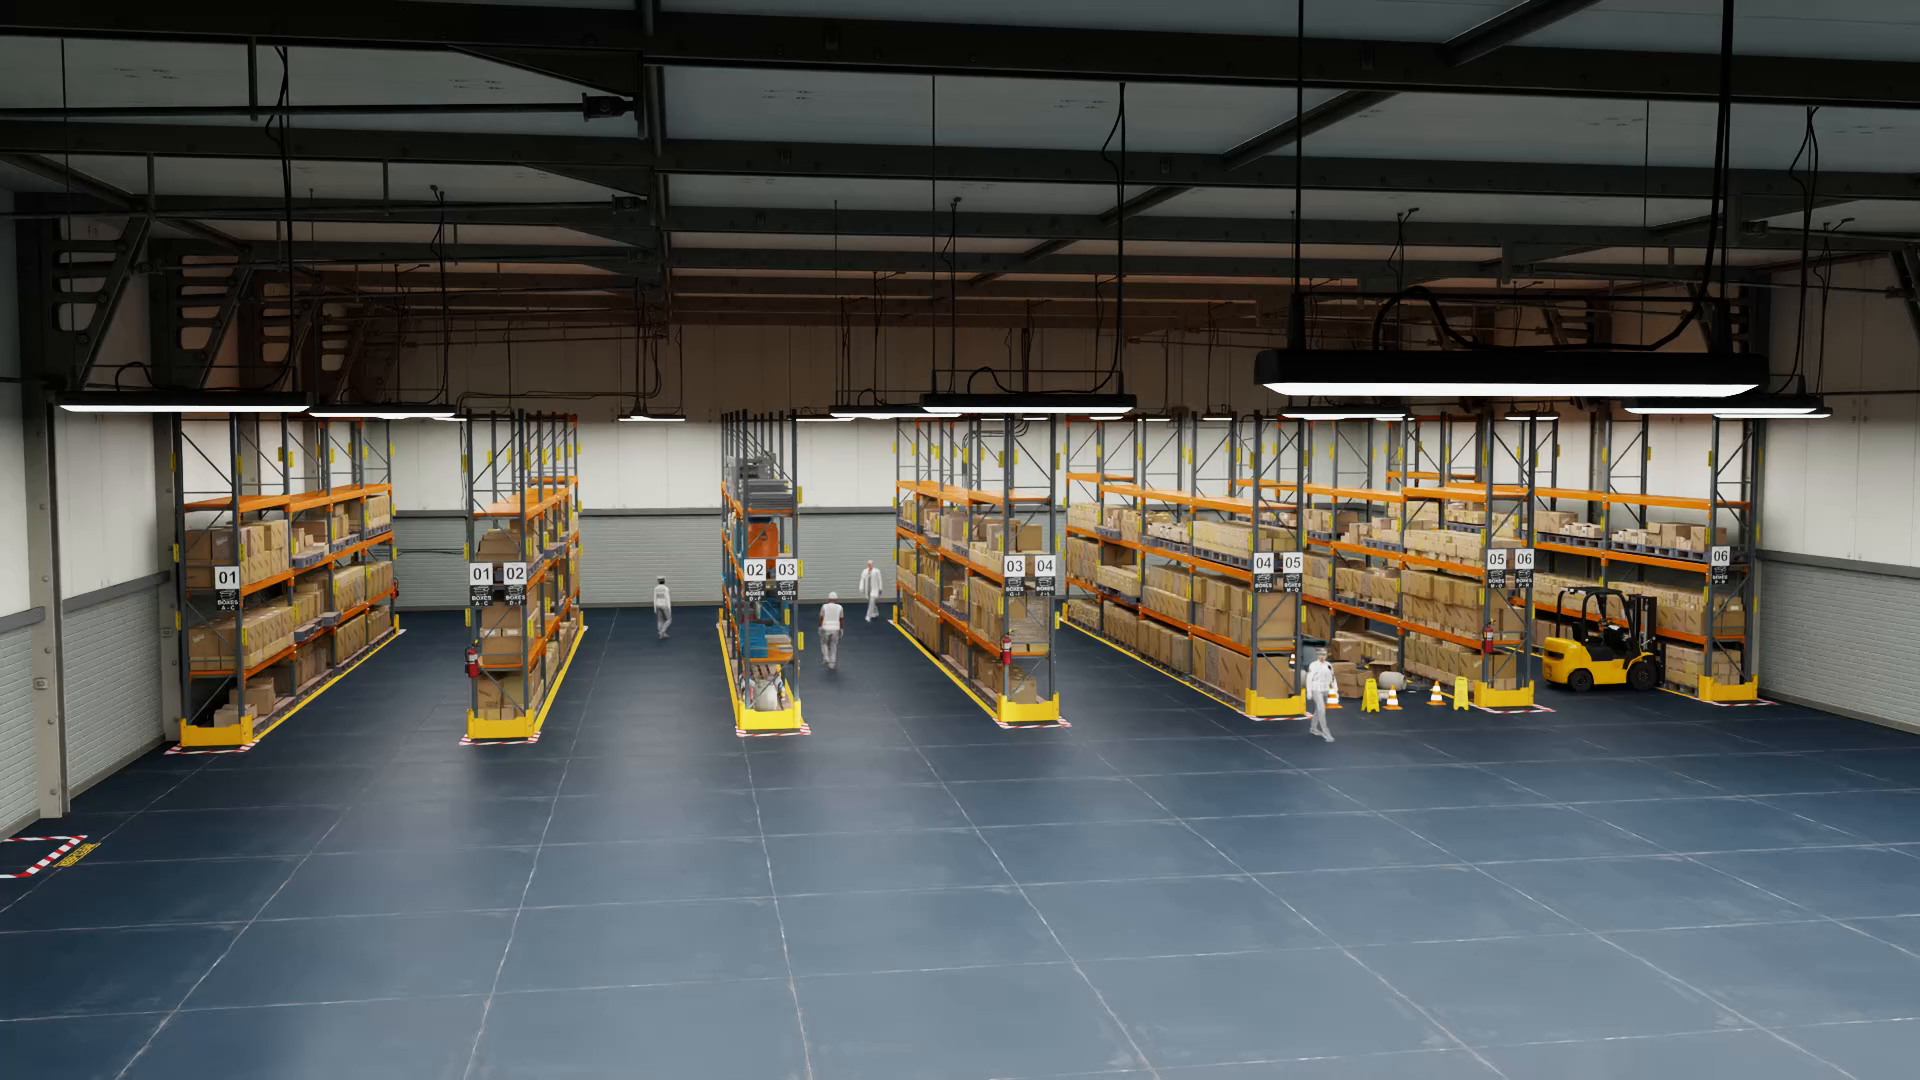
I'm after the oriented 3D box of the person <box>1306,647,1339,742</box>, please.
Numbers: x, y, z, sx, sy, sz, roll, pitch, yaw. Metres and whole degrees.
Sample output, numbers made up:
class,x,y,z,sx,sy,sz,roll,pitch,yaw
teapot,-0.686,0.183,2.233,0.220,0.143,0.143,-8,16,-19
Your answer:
class,x,y,z,sx,sy,sz,roll,pitch,yaw
person,6.617,2.774,30.234,0.505,1.659,0.825,-2,4,-26

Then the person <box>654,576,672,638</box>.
class,x,y,z,sx,sy,sz,roll,pitch,yaw
person,-7.962,1.797,44.360,0.514,1.677,0.467,2,4,26

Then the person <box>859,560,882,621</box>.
class,x,y,z,sx,sy,sz,roll,pitch,yaw
person,-2.608,1.451,48.518,0.591,1.722,1.125,2,4,25

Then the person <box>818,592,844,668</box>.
class,x,y,z,sx,sy,sz,roll,pitch,yaw
person,-3.016,2.109,38.900,0.598,1.781,0.473,0,4,-7
